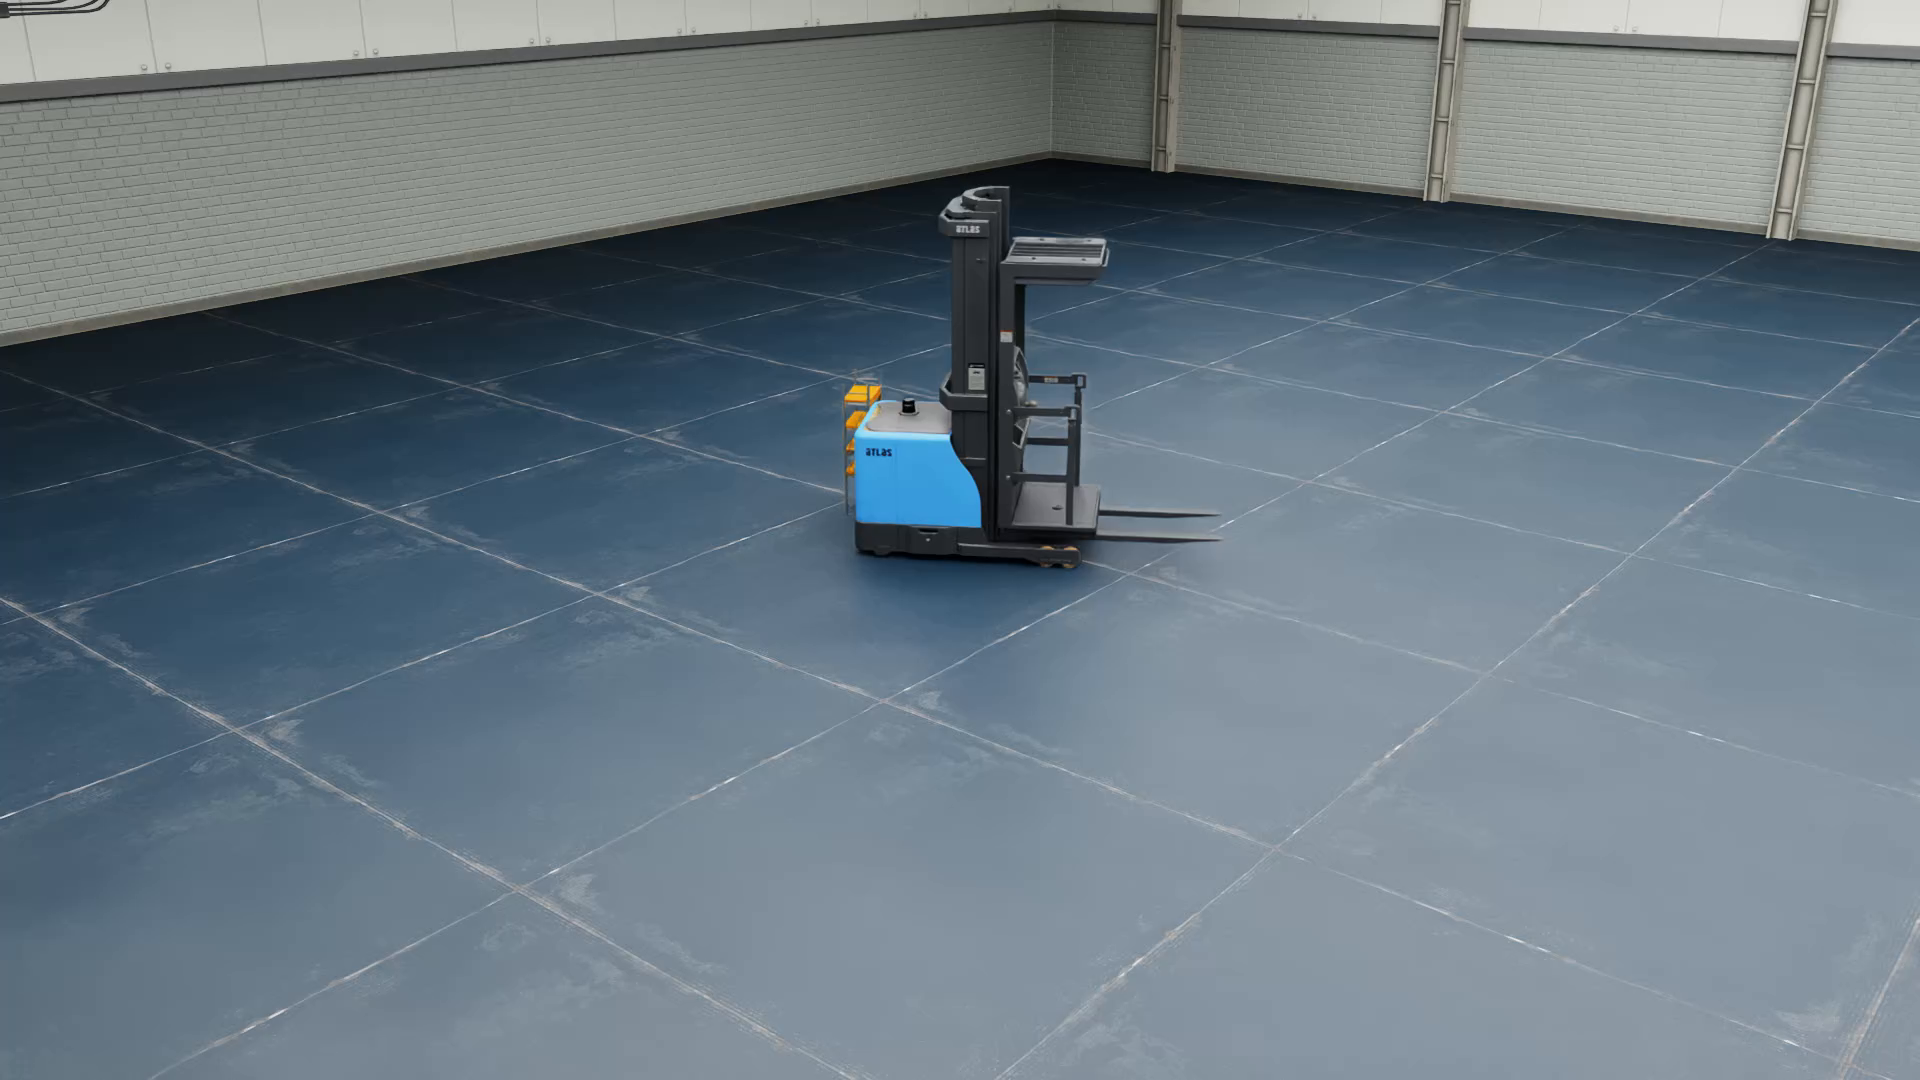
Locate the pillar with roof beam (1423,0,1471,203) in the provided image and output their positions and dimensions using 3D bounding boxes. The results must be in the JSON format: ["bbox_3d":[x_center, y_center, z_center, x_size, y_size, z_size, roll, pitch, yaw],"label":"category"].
[{"bbox_3d":[6.133,-9.342,26.190,0.400,9.000,9.100,16,26,36],"label":"pillar with roof beam"}]

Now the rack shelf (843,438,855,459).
[{"bbox_3d":[-0.859,-0.802,14.786,0.258,0.148,0.480,3,21,8],"label":"rack shelf"}]

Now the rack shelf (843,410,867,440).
[{"bbox_3d":[-0.859,-1.011,14.707,0.258,0.148,0.480,3,21,8],"label":"rack shelf"}]

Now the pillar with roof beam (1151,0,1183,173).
[{"bbox_3d":[1.484,-10.680,29.739,0.400,9.000,9.100,16,26,36],"label":"pillar with roof beam"}]

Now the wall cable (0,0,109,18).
[{"bbox_3d":[-11.142,-8.448,19.000,0.169,6.003,2.305,16,26,36],"label":"wall cable"}]

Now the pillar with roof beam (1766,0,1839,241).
[{"bbox_3d":[10.781,-8.003,22.640,0.400,9.000,9.100,16,26,36],"label":"pillar with roof beam"}]

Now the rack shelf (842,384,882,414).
[{"bbox_3d":[-0.860,-1.233,14.624,0.258,0.148,0.480,3,21,8],"label":"rack shelf"}]

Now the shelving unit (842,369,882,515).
[{"bbox_3d":[-0.859,-0.865,14.762,0.258,1.200,0.503,3,21,8],"label":"shelving unit"}]

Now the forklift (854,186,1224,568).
[{"bbox_3d":[0.682,-1.344,13.581,3.031,2.935,1.130,2,21,6],"label":"forklift"}]

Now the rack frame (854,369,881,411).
[{"bbox_3d":[-0.821,-0.950,14.988,0.240,1.200,0.015,3,21,8],"label":"rack frame"}]

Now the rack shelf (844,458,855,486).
[{"bbox_3d":[-0.858,-0.616,14.856,0.258,0.148,0.480,3,21,8],"label":"rack shelf"}]

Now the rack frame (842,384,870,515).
[{"bbox_3d":[-0.897,-0.780,14.537,0.240,1.200,0.015,3,21,8],"label":"rack frame"}]
